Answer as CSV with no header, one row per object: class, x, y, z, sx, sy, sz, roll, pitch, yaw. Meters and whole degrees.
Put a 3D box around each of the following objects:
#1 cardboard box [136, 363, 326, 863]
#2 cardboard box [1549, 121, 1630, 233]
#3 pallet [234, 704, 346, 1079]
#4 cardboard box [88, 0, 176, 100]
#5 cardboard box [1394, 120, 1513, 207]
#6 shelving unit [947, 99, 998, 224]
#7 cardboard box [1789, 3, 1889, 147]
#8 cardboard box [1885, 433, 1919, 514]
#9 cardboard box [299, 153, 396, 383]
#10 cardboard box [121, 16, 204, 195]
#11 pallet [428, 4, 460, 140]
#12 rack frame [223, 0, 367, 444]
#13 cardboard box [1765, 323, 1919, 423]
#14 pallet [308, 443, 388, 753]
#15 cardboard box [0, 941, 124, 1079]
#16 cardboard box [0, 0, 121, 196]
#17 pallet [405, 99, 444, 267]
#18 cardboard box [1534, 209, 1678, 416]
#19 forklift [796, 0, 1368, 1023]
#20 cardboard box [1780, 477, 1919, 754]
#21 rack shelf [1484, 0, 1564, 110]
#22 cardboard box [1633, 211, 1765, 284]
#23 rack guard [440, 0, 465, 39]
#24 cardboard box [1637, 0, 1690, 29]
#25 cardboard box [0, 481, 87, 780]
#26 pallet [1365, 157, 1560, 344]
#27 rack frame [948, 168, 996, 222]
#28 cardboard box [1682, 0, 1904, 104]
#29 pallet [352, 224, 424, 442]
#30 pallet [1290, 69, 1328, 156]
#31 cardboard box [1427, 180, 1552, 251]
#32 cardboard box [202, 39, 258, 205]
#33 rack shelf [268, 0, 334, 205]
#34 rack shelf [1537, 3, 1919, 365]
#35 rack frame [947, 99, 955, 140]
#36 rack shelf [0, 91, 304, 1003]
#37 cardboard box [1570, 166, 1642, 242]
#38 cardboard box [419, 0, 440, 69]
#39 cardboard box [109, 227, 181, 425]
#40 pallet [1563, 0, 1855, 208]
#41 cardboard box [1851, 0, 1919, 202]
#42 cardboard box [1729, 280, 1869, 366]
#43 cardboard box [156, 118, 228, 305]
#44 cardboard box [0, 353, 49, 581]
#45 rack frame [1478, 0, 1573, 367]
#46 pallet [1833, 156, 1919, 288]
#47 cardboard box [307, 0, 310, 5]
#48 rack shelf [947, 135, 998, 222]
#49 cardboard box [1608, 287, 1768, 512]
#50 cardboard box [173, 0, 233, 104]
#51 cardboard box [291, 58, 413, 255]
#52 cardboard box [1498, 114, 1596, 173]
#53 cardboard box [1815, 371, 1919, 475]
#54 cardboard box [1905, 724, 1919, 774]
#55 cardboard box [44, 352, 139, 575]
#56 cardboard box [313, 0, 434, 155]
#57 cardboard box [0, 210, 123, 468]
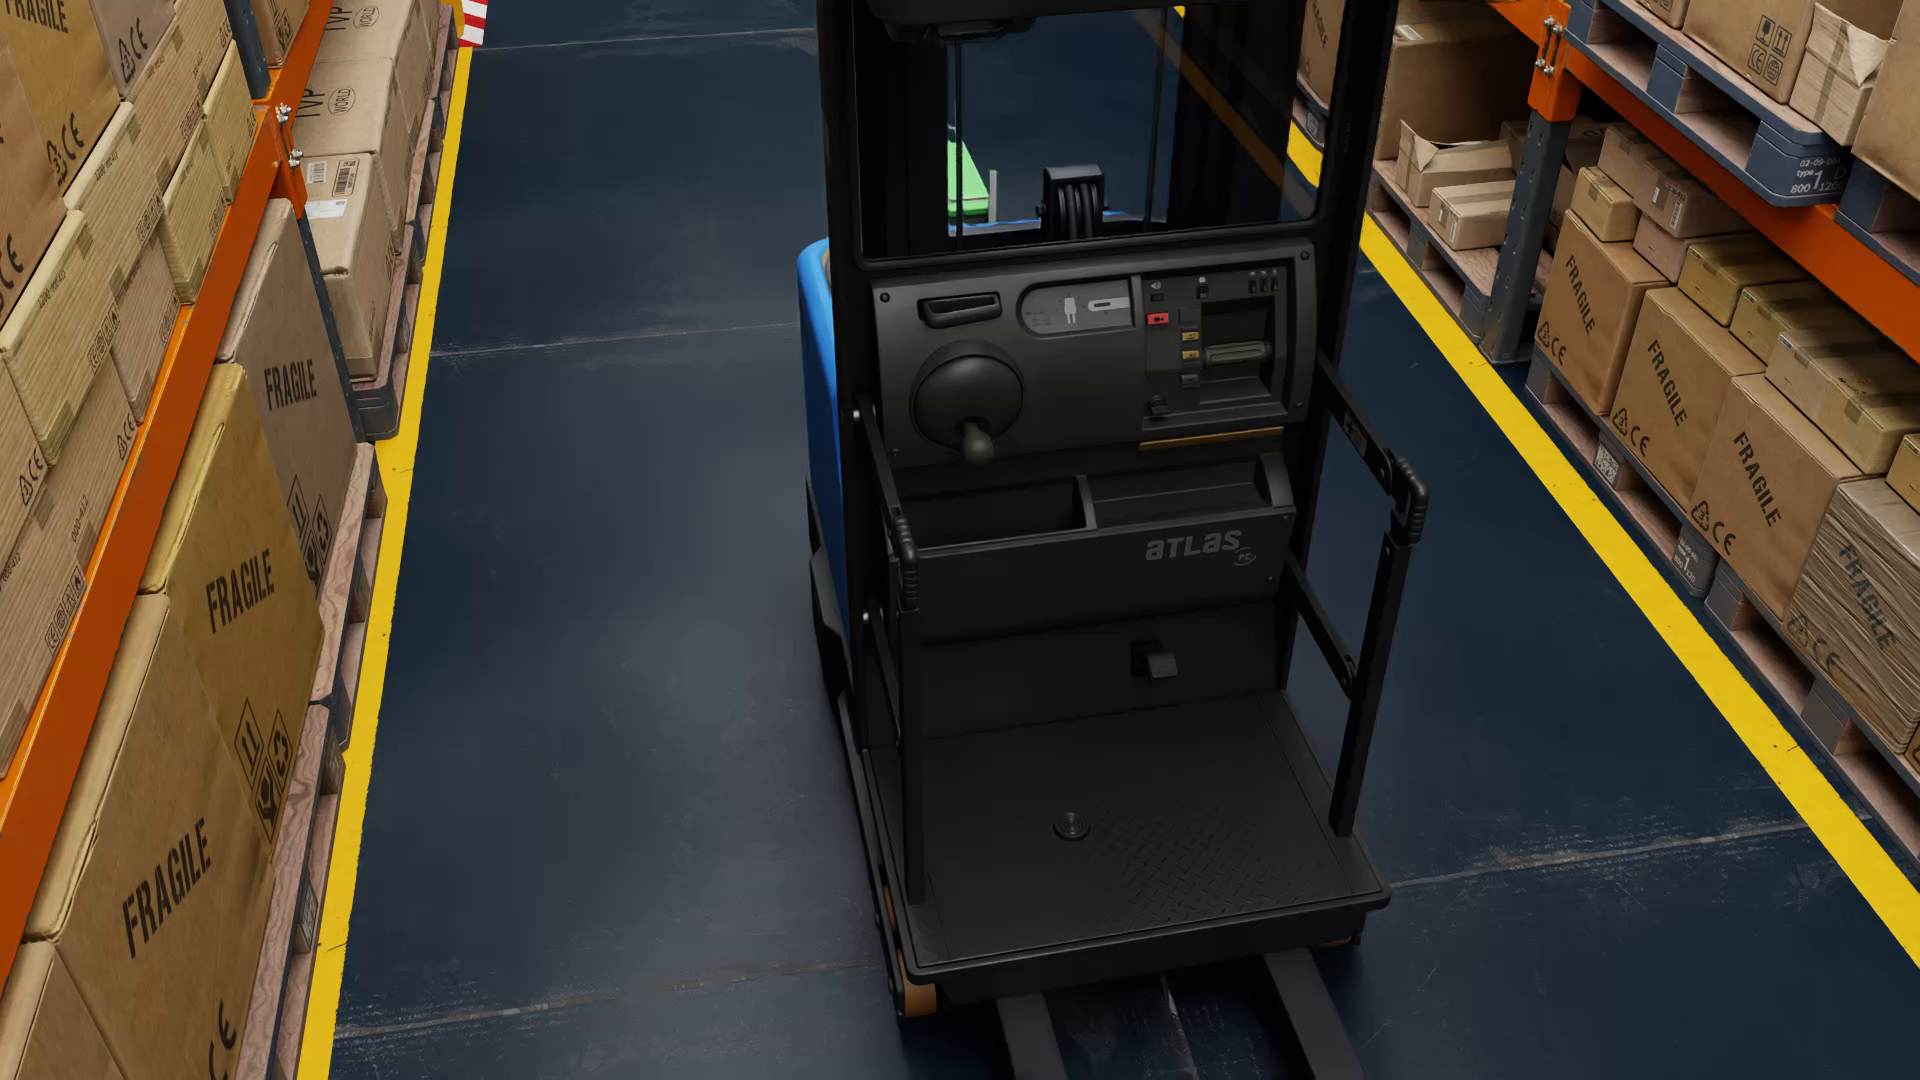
cardboard box,-2.112,0.213,3.921,0.875,0.875,0.875,-5,38,-7
cardboard box,2.537,-1.436,6.503,0.500,0.311,0.500,-5,38,-6
pallet,-2.039,0.926,3.886,1.003,0.211,1.213,-6,38,-8
cardboard box,-2.042,-1.251,3.519,0.500,0.500,0.500,-6,38,-7
cardboard box,1.971,-1.514,6.640,0.396,0.266,0.258,-5,38,-6
shelving unit,-0.066,-0.689,5.159,0.258,1.200,0.503,-7,38,-9
cardboard box,2.286,-1.140,4.039,0.396,0.266,0.258,-4,38,-6
cardboard box,2.588,-0.155,4.171,0.380,0.149,0.250,-6,38,-8
cardboard box,-2.470,-0.916,5.730,0.875,0.438,0.875,-7,38,-9
cardboard box,-2.054,-0.968,3.766,0.500,0.250,0.500,-5,38,-7
pallet,-2.950,-2.211,7.925,1.003,0.211,1.213,-6,38,-8
rack frame,-2.466,-1.371,4.570,1.000,3.000,0.127,-6,38,-8
cardboard box,2.471,-0.465,4.570,0.380,0.149,0.250,-6,38,-8
pallet,-2.256,0.188,4.836,1.003,0.211,1.213,-6,38,-8
cardboard box,-1.804,1.292,2.532,0.875,0.875,0.875,-7,38,-8
cardboard box,-1.973,-0.943,3.122,0.500,0.500,0.500,-5,38,-7
pallet,-2.739,-1.476,6.978,1.003,0.211,1.213,-6,38,-8
cardboard box,2.284,-0.770,5.491,0.500,0.500,0.500,-5,38,-6
forklift,0.332,-0.311,3.262,1.130,2.935,3.031,-7,38,-9
cardboard box,2.555,0.167,4.286,0.500,0.500,0.500,-8,38,-10
rack shelf,2.070,-2.831,7.036,1.077,0.370,4.000,-6,38,-8
cardboard box,2.346,-0.938,5.179,0.380,0.149,0.250,-7,38,-9
rack guard,-3.171,-2.815,8.465,1.175,0.500,0.348,-6,38,-8
cardboard box,2.285,-1.796,4.694,0.700,0.500,0.500,-5,38,-7
cardboard box,-1.796,0.156,2.727,0.500,0.250,0.500,-5,38,-6
pallet,2.301,-1.221,6.650,1.003,0.211,1.213,-6,38,-8
rack frame,-0.018,-0.542,4.970,0.240,1.200,0.015,-7,38,-9
cardboard box,2.376,-1.484,4.291,0.700,0.500,0.500,-6,38,-7
pallet,-2.522,-0.738,6.028,1.003,0.211,1.213,-6,38,-8
pallet,2.084,-1.959,7.600,1.003,0.211,1.213,-6,38,-8
cardboard box,2.034,-1.252,6.398,0.380,0.149,0.250,-7,38,-9
cardboard box,-2.139,-1.068,4.302,0.500,0.250,0.500,-7,38,-9
rack shelf,-2.816,-2.295,6.346,1.077,0.370,4.000,-6,38,-8
rack shelf,2.771,-0.415,3.926,1.077,0.370,4.000,-6,38,-8
rack frame,-0.114,-0.835,5.347,0.240,1.200,0.015,-7,38,-9
rack shelf,-2.115,0.121,3.236,1.077,0.370,4.000,-6,38,-8
cardboard box,2.221,-1.097,5.383,0.380,0.149,0.250,-5,38,-6
cardboard box,-2.953,-2.553,7.838,0.875,0.438,0.875,-7,38,-9
cardboard box,-1.981,-0.454,3.511,0.500,0.250,0.500,-7,38,-9
pallet,2.453,-1.337,4.683,1.003,0.211,1.213,-6,38,-8
cardboard box,2.513,-1.010,3.681,0.700,0.500,0.500,-6,38,-8
cardboard box,2.464,-0.620,4.770,0.380,0.149,0.250,-7,38,-9
cardboard box,-2.051,-0.760,3.906,0.500,0.250,0.500,-7,38,-9
cardboard box,-1.775,-0.041,2.572,0.500,0.250,0.500,-6,38,-8
rack frame,2.420,-1.907,5.260,1.000,3.000,0.127,-6,38,-8
pallet,2.776,-0.590,3.720,1.003,0.211,1.213,-6,38,-8
cardboard box,-2.374,-2.027,5.332,0.500,0.500,0.500,-6,38,-8
rack shelf,-0.066,-1.017,4.903,0.258,0.148,0.480,-7,38,-9
cardboard box,2.387,-0.449,5.078,0.500,0.500,0.500,-7,38,-9
cardboard box,-2.149,-1.269,4.154,0.500,0.250,0.500,-6,38,-8
cardboard box,-2.628,-1.457,6.426,0.875,0.438,0.875,-7,38,-9
cardboard box,2.461,-1.634,6.889,0.380,0.149,0.250,-7,38,-9
cardboard box,2.512,-0.315,4.377,0.380,0.149,0.250,-5,38,-6
cardboard box,2.664,0.478,3.884,0.500,0.500,0.500,-5,38,-6
cardboard box,-1.886,-0.142,3.110,0.500,0.250,0.500,-6,38,-8
cardboard box,-2.784,-2.001,7.127,0.875,0.438,0.875,-5,38,-7
cardboard box,-1.851,-0.348,2.968,0.500,0.250,0.500,-6,38,-7
